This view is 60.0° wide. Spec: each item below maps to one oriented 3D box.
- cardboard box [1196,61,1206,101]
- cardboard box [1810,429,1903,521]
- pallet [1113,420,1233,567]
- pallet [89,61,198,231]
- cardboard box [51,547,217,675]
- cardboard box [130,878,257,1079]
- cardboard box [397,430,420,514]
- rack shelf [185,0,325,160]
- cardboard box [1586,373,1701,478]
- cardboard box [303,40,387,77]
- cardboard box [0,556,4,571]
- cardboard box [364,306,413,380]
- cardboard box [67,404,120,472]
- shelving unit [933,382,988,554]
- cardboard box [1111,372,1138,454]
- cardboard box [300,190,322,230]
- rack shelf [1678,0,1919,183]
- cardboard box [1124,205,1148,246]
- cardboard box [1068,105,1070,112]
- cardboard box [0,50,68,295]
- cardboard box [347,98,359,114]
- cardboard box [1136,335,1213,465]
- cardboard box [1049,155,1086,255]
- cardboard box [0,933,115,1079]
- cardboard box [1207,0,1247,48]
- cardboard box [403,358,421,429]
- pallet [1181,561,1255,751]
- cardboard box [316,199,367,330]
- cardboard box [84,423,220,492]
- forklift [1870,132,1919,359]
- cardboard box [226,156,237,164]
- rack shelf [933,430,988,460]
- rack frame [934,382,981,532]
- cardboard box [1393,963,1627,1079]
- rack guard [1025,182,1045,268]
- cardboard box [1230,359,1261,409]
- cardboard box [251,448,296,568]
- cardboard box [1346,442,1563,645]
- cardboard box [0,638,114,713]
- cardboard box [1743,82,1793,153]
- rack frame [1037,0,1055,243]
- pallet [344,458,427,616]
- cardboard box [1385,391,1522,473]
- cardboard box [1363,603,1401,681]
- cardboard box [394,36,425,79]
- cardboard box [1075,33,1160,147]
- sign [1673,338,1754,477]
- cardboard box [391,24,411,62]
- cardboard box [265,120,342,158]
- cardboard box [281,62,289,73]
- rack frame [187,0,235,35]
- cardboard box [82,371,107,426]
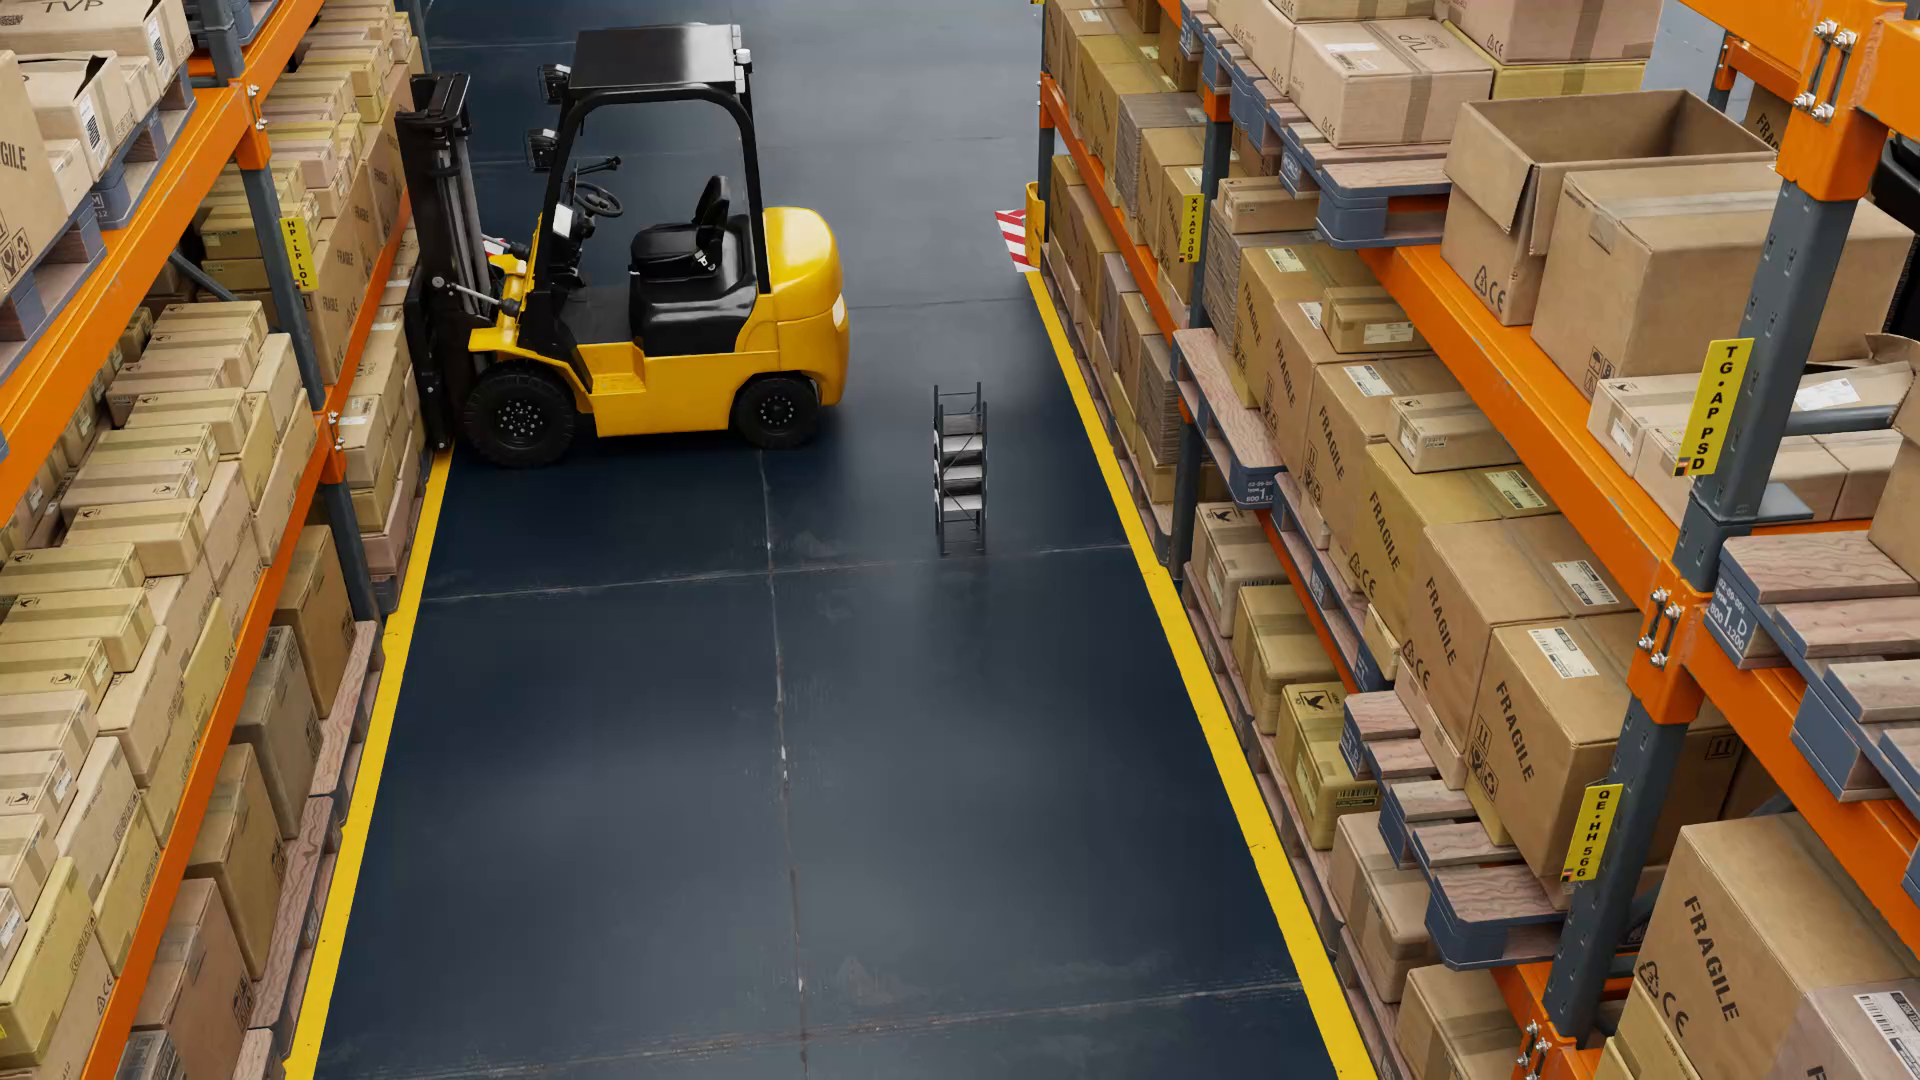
[{"bbox_3d":[1.654,-2.503,8.647,0.700,0.500,0.500,-5,35,-7],"label":"cardboard box"},{"bbox_3d":[2.250,-0.187,4.049,0.380,0.149,0.250,-4,35,-6],"label":"cardboard box"},{"bbox_3d":[1.460,-0.314,9.153,1.003,0.211,1.213,-4,35,-6],"label":"pallet"},{"bbox_3d":[-3.201,-1.386,5.755,0.805,0.209,1.217,-6,35,-8],"label":"pallet"},{"bbox_3d":[-2.824,0.249,5.539,0.500,0.250,0.500,-4,34,-6],"label":"cardboard box"},{"bbox_3d":[-2.960,1.610,5.588,0.875,0.625,0.625,-3,34,-5],"label":"cardboard box"},{"bbox_3d":[-3.153,-0.331,8.770,0.500,0.250,0.500,-5,35,-7],"label":"cardboard box"},{"bbox_3d":[-3.601,-2.775,8.262,1.077,0.370,4.000,-4,35,-6],"label":"rack shelf"},{"bbox_3d":[1.832,-0.296,4.209,0.380,0.149,0.250,-4,35,-6],"label":"cardboard box"},{"bbox_3d":[-3.382,-2.636,9.155,0.380,0.149,0.250,-4,34,-5],"label":"cardboard box"},{"bbox_3d":[-3.264,0.185,5.279,0.380,0.149,0.250,-3,34,-5],"label":"cardboard box"},{"bbox_3d":[-3.223,-1.024,8.898,0.500,0.250,0.500,-3,34,-5],"label":"cardboard box"},{"bbox_3d":[-3.461,-0.277,6.311,0.500,0.250,0.500,-5,35,-7],"label":"cardboard box"},{"bbox_3d":[0.001,-0.367,8.619,0.258,0.900,0.210,-4,35,-6],"label":"shelving unit"},{"bbox_3d":[1.158,-0.738,9.366,0.500,0.250,0.500,-5,35,-8],"label":"cardboard box"},{"bbox_3d":[-3.214,-1.511,7.768,0.380,0.149,0.250,-4,35,-6],"label":"cardboard box"},{"bbox_3d":[1.855,-1.995,4.809,1.077,0.370,4.000,-4,35,-6],"label":"rack shelf"},{"bbox_3d":[1.101,-1.714,8.953,0.380,0.149,0.250,-5,35,-7],"label":"cardboard box"},{"bbox_3d":[0.892,-2.724,10.435,0.380,0.149,0.250,-5,35,-8],"label":"cardboard box"},{"bbox_3d":[-2.787,-0.971,4.426,0.500,0.500,0.500,-4,34,-5],"label":"cardboard box"},{"bbox_3d":[-3.405,-2.226,8.816,0.380,0.149,0.250,-5,35,-7],"label":"cardboard box"},{"bbox_3d":[1.240,-0.752,8.721,0.500,0.500,0.500,-5,35,-7],"label":"cardboard box"},{"bbox_3d":[0.886,-2.190,10.831,0.500,0.500,0.500,-5,35,-8],"label":"cardboard box"},{"bbox_3d":[-2.612,1.311,4.424,0.500,0.250,0.500,-4,35,-6],"label":"cardboard box"},{"bbox_3d":[1.267,-2.089,6.377,0.500,0.250,0.500,-5,35,-8],"label":"cardboard box"},{"bbox_3d":[-3.217,-0.816,9.037,0.500,0.250,0.500,-5,35,-7],"label":"cardboard box"},{"bbox_3d":[1.692,0.492,7.969,1.003,0.211,1.213,-4,35,-6],"label":"pallet"},{"bbox_3d":[-3.220,-1.315,8.055,0.500,0.500,0.500,-4,34,-6],"label":"cardboard box"},{"bbox_3d":[-2.893,-0.281,5.963,0.380,0.149,0.250,-5,35,-8],"label":"cardboard box"},{"bbox_3d":[4.099,-0.126,6.460,3.031,2.935,1.130,0,34,0],"label":"forklift"},{"bbox_3d":[-3.740,-1.759,8.131,0.380,0.149,0.250,-3,34,-5],"label":"cardboard box"},{"bbox_3d":[0.001,-0.489,8.536,0.258,0.077,0.200,-4,35,-6],"label":"rack shelf"},{"bbox_3d":[-0.013,-0.424,8.702,0.240,0.900,0.006,-4,35,-6],"label":"rack frame"},{"bbox_3d":[2.058,1.734,5.631,0.950,0.372,0.625,-7,35,-10],"label":"cardboard box"},{"bbox_3d":[1.058,-2.251,11.738,1.175,0.500,0.348,-4,35,-6],"label":"rack guard"},{"bbox_3d":[1.372,-0.692,7.081,0.380,0.149,0.250,-4,34,-5],"label":"cardboard box"},{"bbox_3d":[-2.932,-0.113,6.514,0.500,0.250,0.500,-5,35,-7],"label":"cardboard box"},{"bbox_3d":[1.638,-0.002,5.492,0.500,0.500,0.500,-7,35,-10],"label":"cardboard box"},{"bbox_3d":[-2.754,0.433,4.915,0.380,0.149,0.250,-4,34,-6],"label":"cardboard box"},{"bbox_3d":[6.096,-2.680,11.662,0.875,0.875,0.875,-4,34,-6],"label":"cardboard box"},{"bbox_3d":[1.048,-3.327,11.097,1.000,3.000,0.127,-4,35,-6],"label":"rack frame"},{"bbox_3d":[-3.398,-0.011,8.708,1.003,0.211,1.213,-4,35,-6],"label":"pallet"},{"bbox_3d":[1.624,-0.360,5.441,0.380,0.149,0.250,-6,35,-9],"label":"cardboard box"},{"bbox_3d":[1.584,0.328,5.584,0.380,0.149,0.250,-4,34,-6],"label":"cardboard box"},{"bbox_3d":[-3.544,-2.735,10.140,0.500,0.500,0.500,-5,35,-7],"label":"cardboard box"},{"bbox_3d":[0.979,-2.633,9.725,0.500,0.500,0.500,-5,35,-7],"label":"cardboard box"},{"bbox_3d":[1.586,-0.276,3.497,0.100,0.325,0.005,-4,35,-6],"label":"sign"},{"bbox_3d":[-3.482,-2.945,9.872,0.380,0.149,0.250,-4,34,-6],"label":"cardboard box"},{"bbox_3d":[-3.244,-1.924,8.110,0.380,0.149,0.250,-5,35,-7],"label":"cardboard box"},{"bbox_3d":[-3.907,-2.598,9.099,0.380,0.149,0.250,-3,34,-5],"label":"cardboard box"},{"bbox_3d":[-3.332,-3.196,5.577,1.000,3.000,0.127,-4,35,-6],"label":"rack frame"},{"bbox_3d":[-3.481,-0.520,6.314,0.380,0.149,0.250,-4,35,-7],"label":"cardboard box"}]
